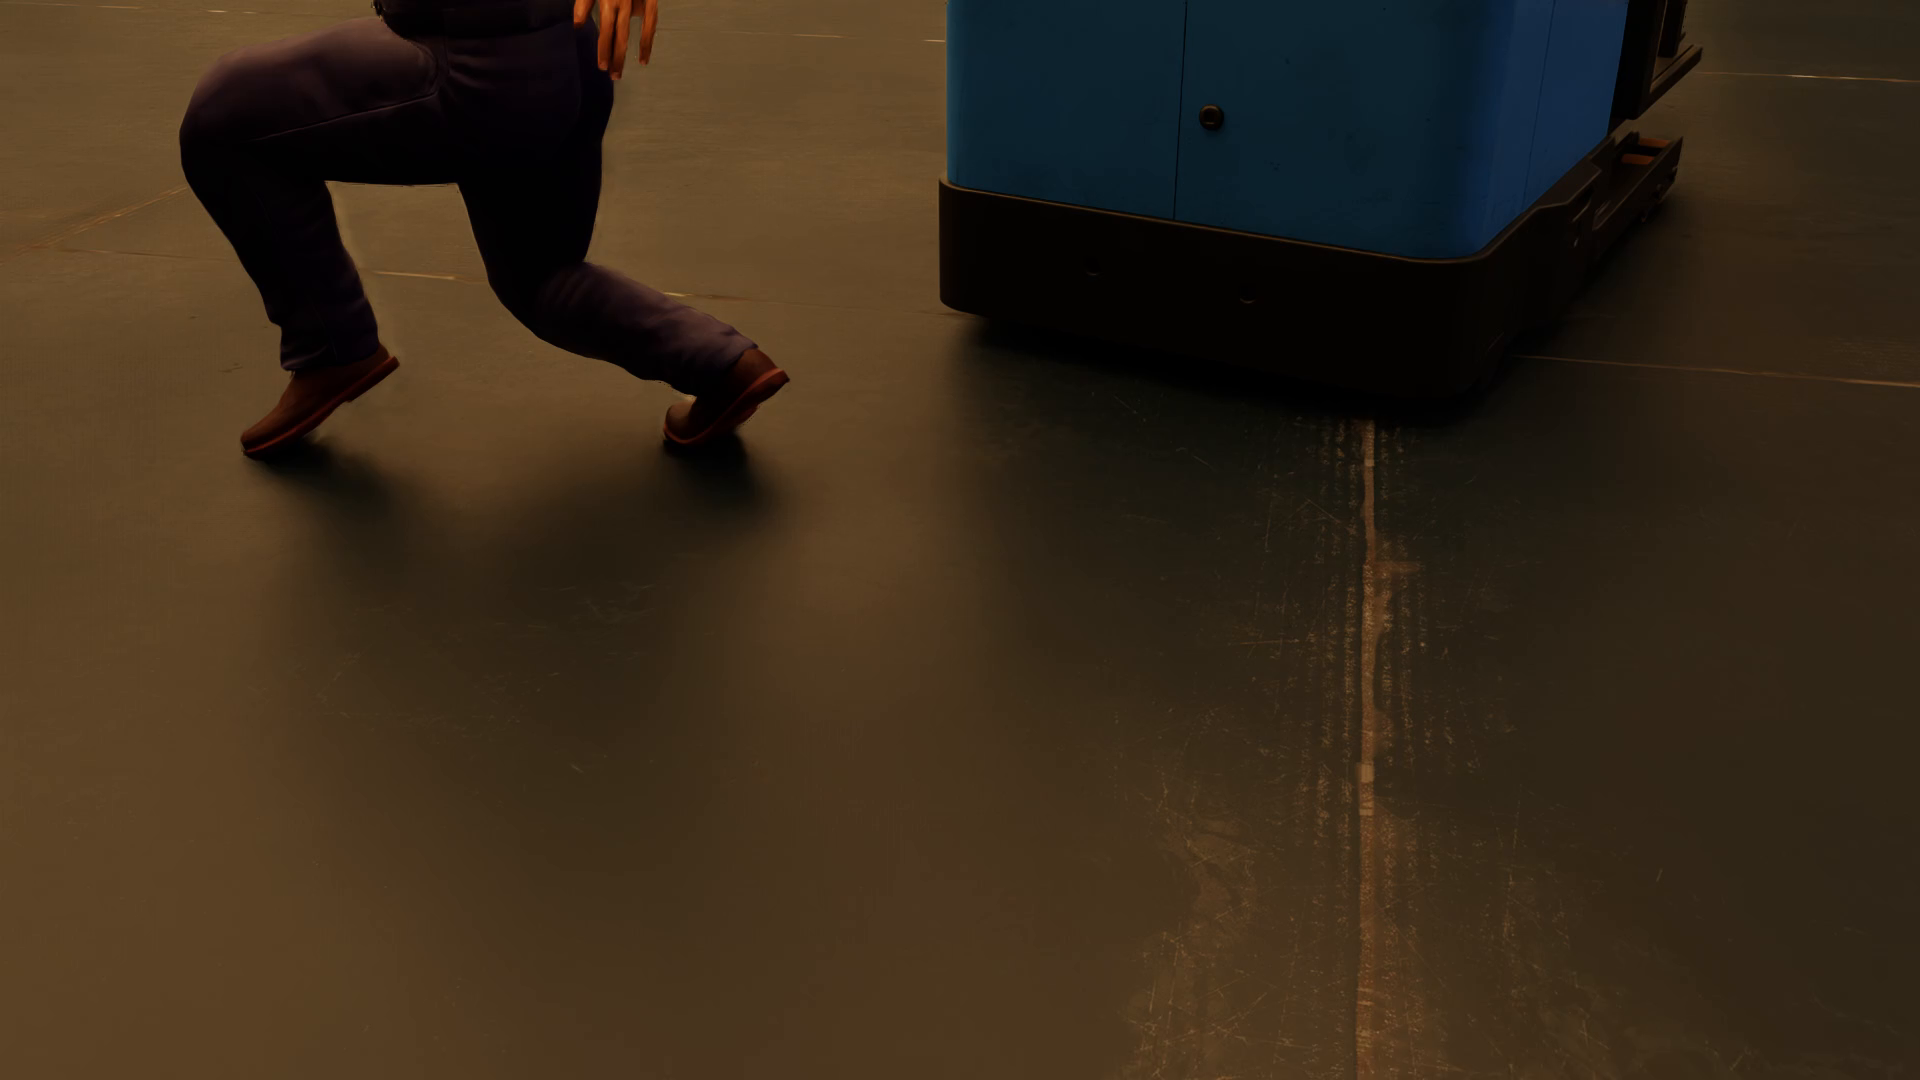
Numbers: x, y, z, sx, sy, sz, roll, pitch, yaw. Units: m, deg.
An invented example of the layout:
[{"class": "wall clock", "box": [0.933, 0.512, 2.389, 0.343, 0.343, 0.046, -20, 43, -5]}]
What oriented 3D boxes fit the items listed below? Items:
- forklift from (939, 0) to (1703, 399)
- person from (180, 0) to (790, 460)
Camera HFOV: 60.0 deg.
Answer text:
[{"class": "forklift", "box": [1.151, -2.170, 3.547, 1.130, 2.935, 3.031, 15, 30, 27]}, {"class": "person", "box": [-0.740, -0.667, 2.329, 0.929, 1.373, 0.912, 0, 27, 0]}]
